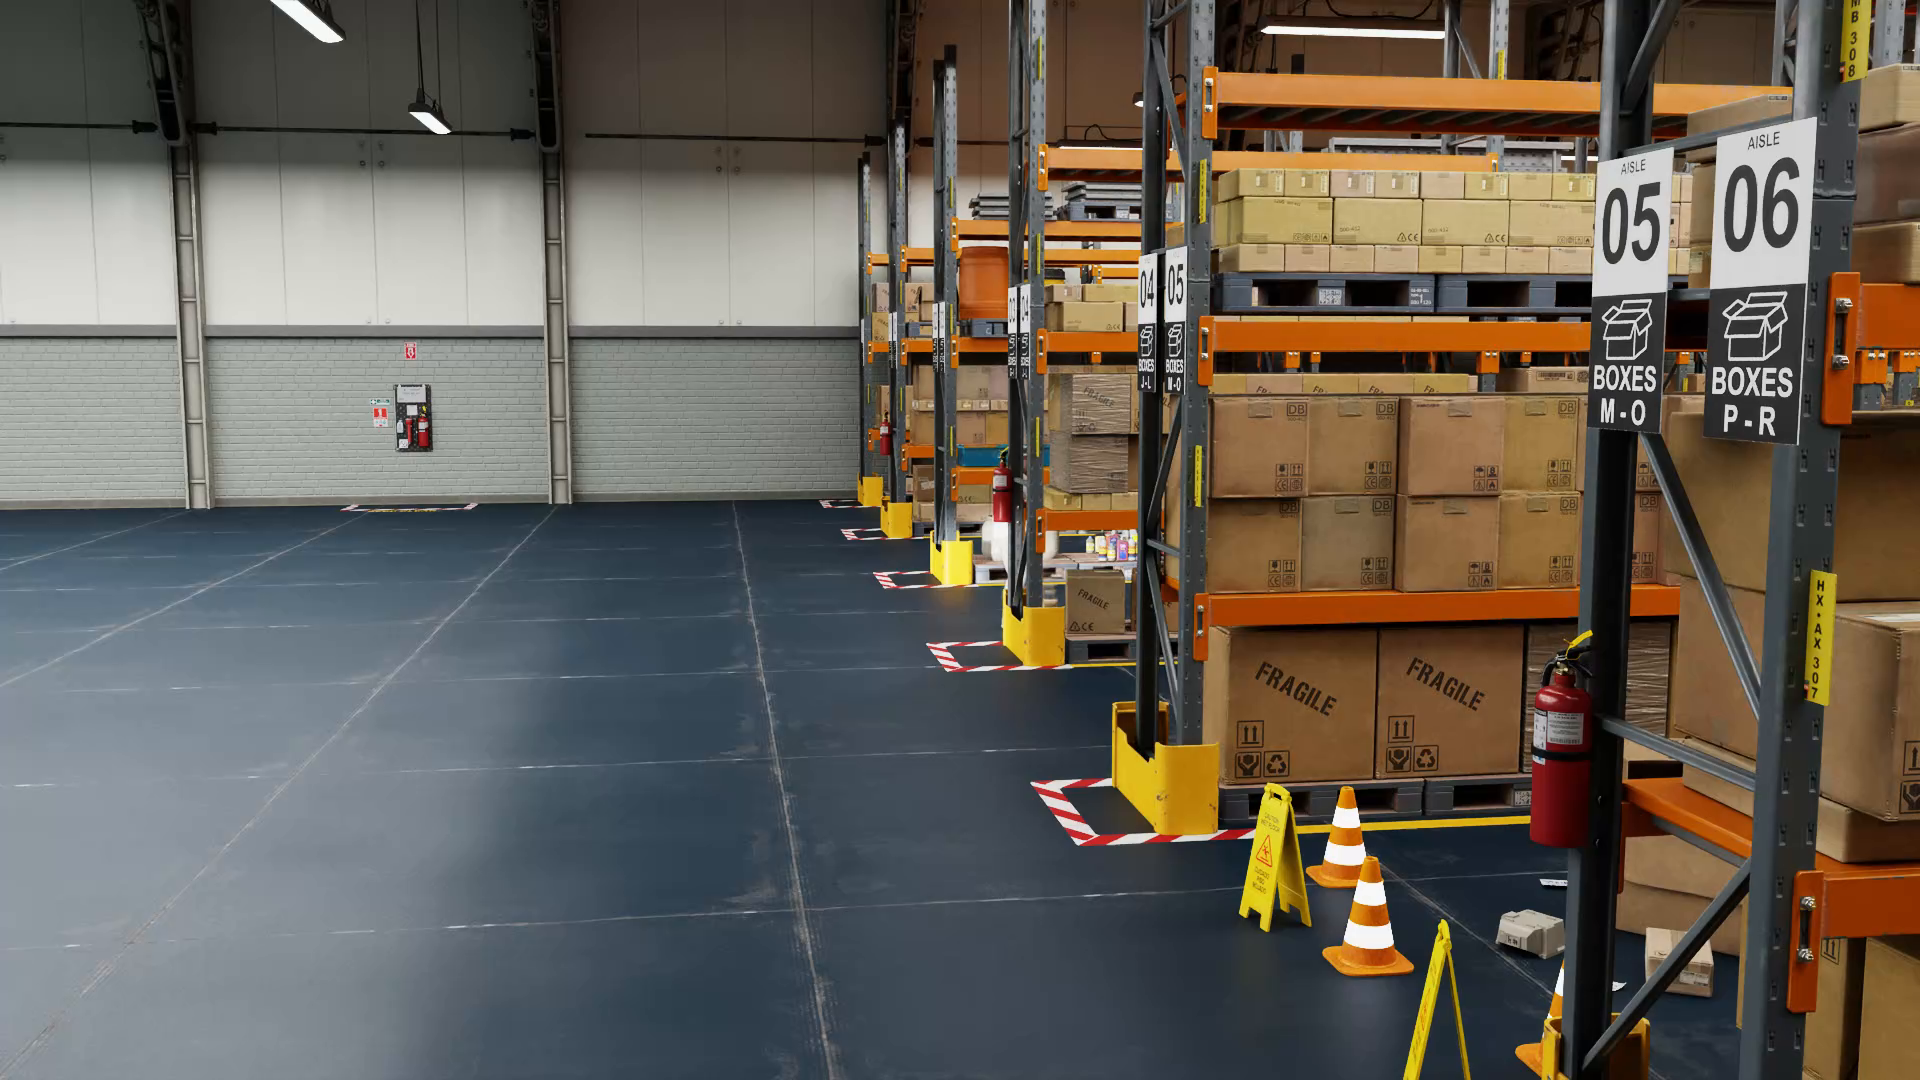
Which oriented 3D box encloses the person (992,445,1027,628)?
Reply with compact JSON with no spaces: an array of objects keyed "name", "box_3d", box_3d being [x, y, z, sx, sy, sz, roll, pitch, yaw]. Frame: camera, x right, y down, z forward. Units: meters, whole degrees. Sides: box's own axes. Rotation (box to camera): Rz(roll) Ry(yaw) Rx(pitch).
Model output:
[{"name":"person","box_3d":[0.537,-0.036,16.006,0.444,1.747,0.601,1,6,7]}]
